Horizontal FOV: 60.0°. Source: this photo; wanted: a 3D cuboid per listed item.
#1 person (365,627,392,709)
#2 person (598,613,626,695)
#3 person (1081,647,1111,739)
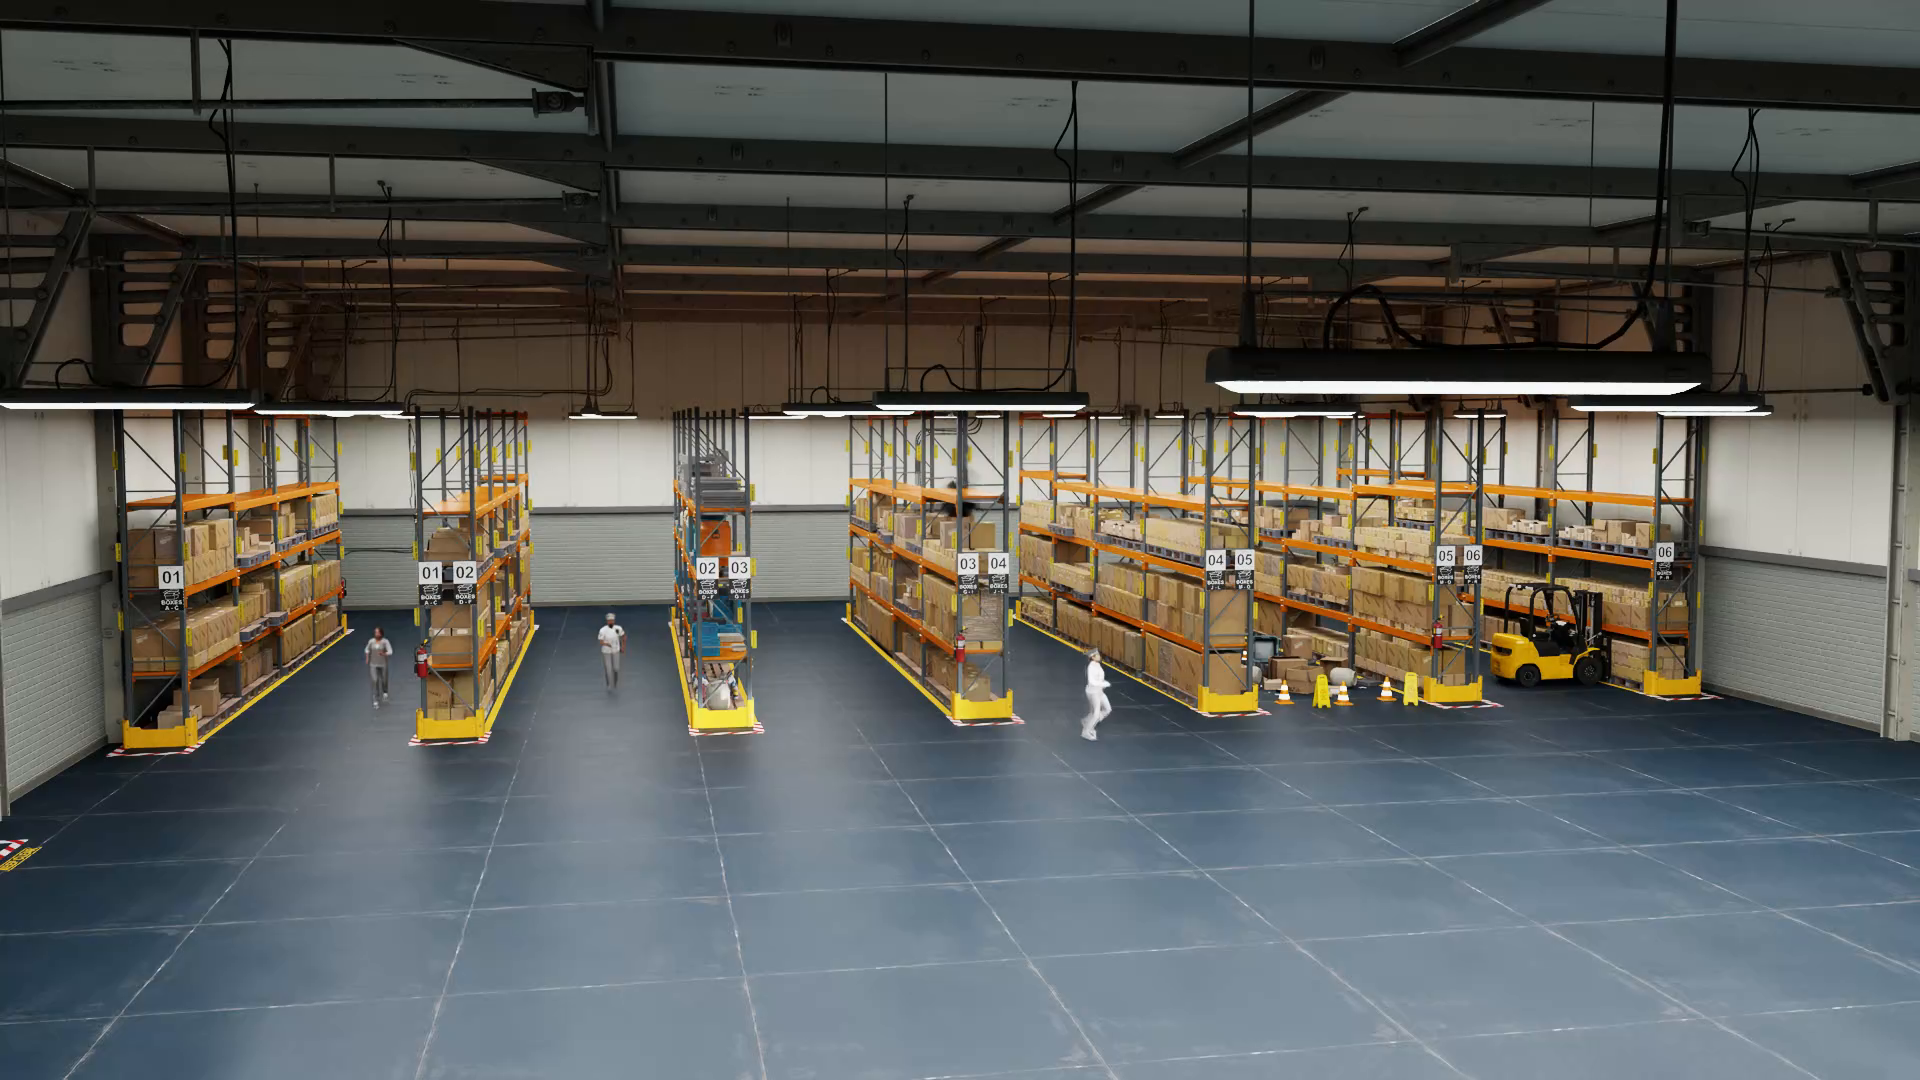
[{"bbox_3d":[-11.659,2.533,33.363,0.537,1.585,0.893,-1,4,-14],"label":"person"},{"bbox_3d":[-7.320,2.406,35.000,0.584,1.750,0.718,-1,4,-15],"label":"person"},{"bbox_3d":[2.459,2.754,29.909,0.562,1.663,0.671,1,4,17],"label":"person"}]
